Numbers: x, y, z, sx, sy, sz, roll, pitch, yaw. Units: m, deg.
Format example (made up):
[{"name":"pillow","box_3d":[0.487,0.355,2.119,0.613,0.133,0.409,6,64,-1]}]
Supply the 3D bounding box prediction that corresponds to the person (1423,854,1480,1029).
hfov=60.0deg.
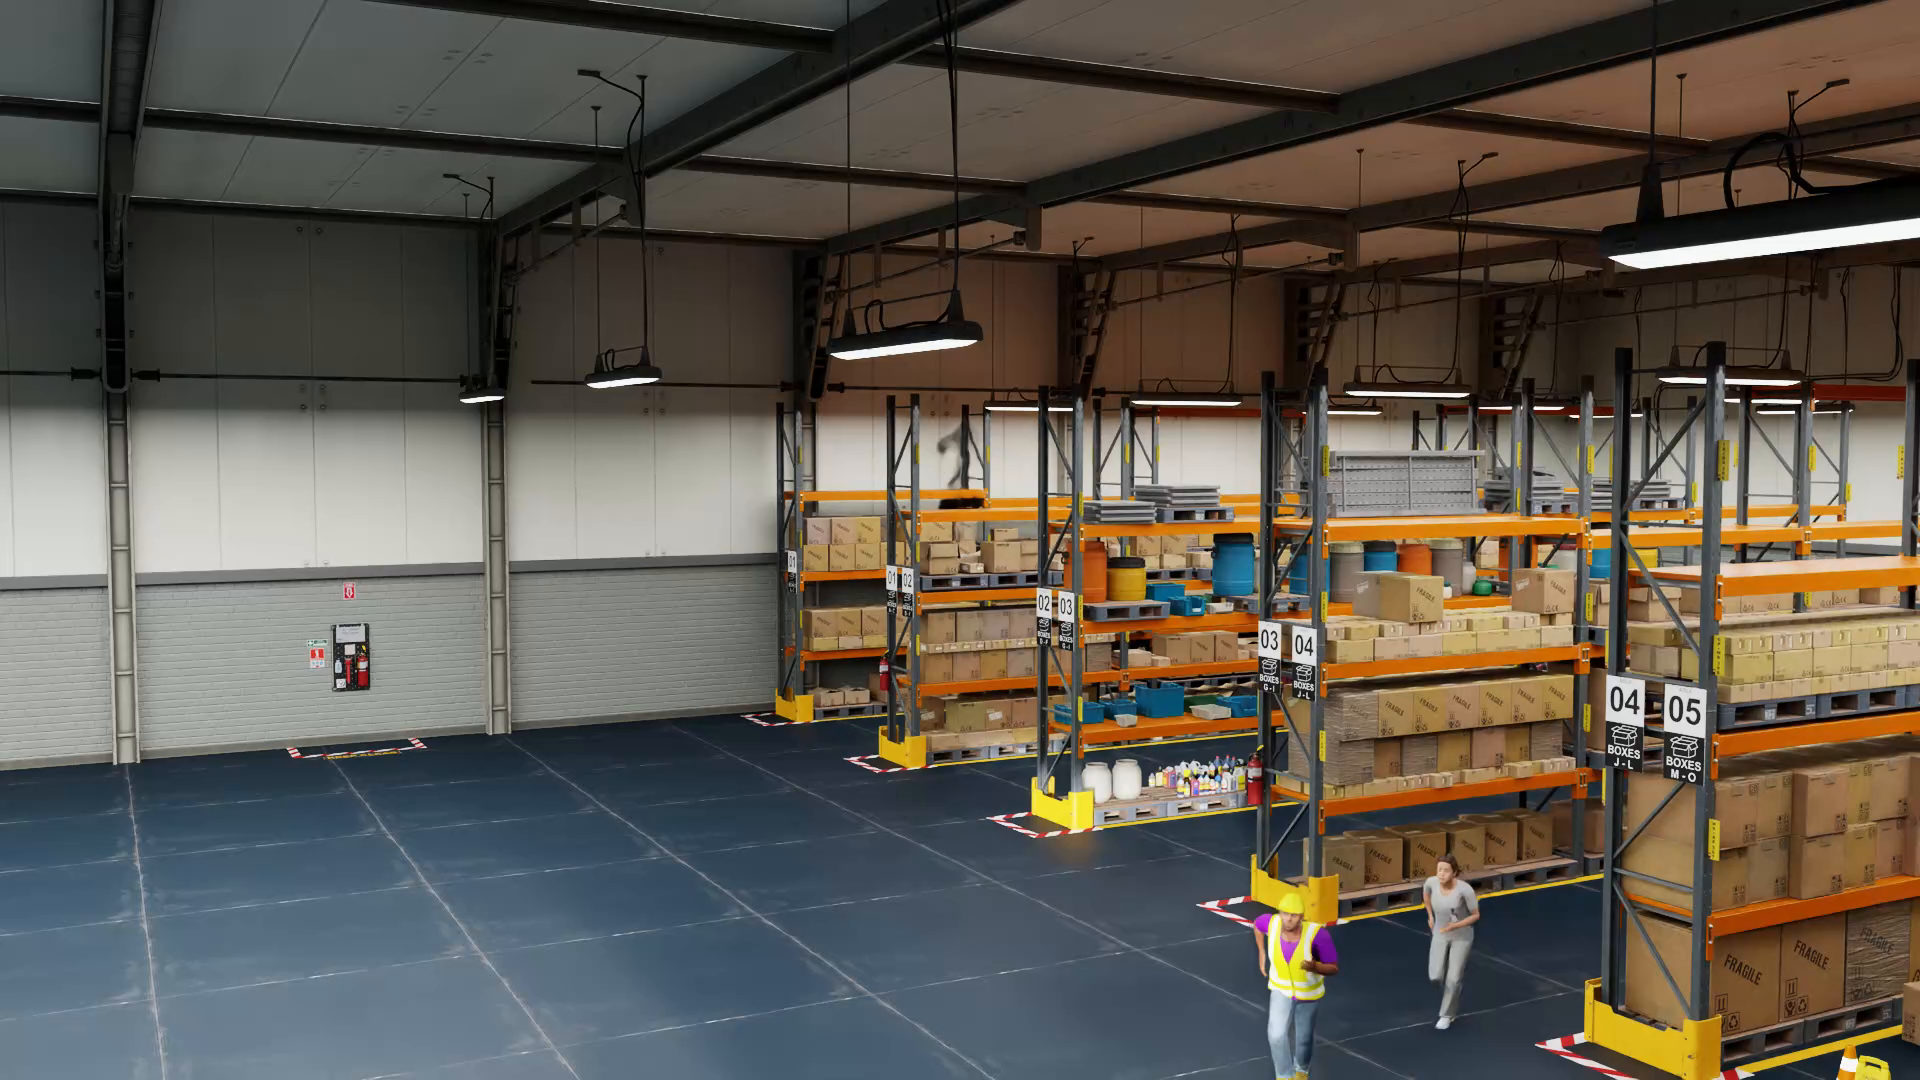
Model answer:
[{"name":"person","box_3d":[4.343,3.546,14.742,0.553,1.597,0.694,2,4,32]}]

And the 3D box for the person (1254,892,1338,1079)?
[{"name":"person","box_3d":[2.618,3.563,13.012,0.684,1.723,0.921,1,3,17]}]
